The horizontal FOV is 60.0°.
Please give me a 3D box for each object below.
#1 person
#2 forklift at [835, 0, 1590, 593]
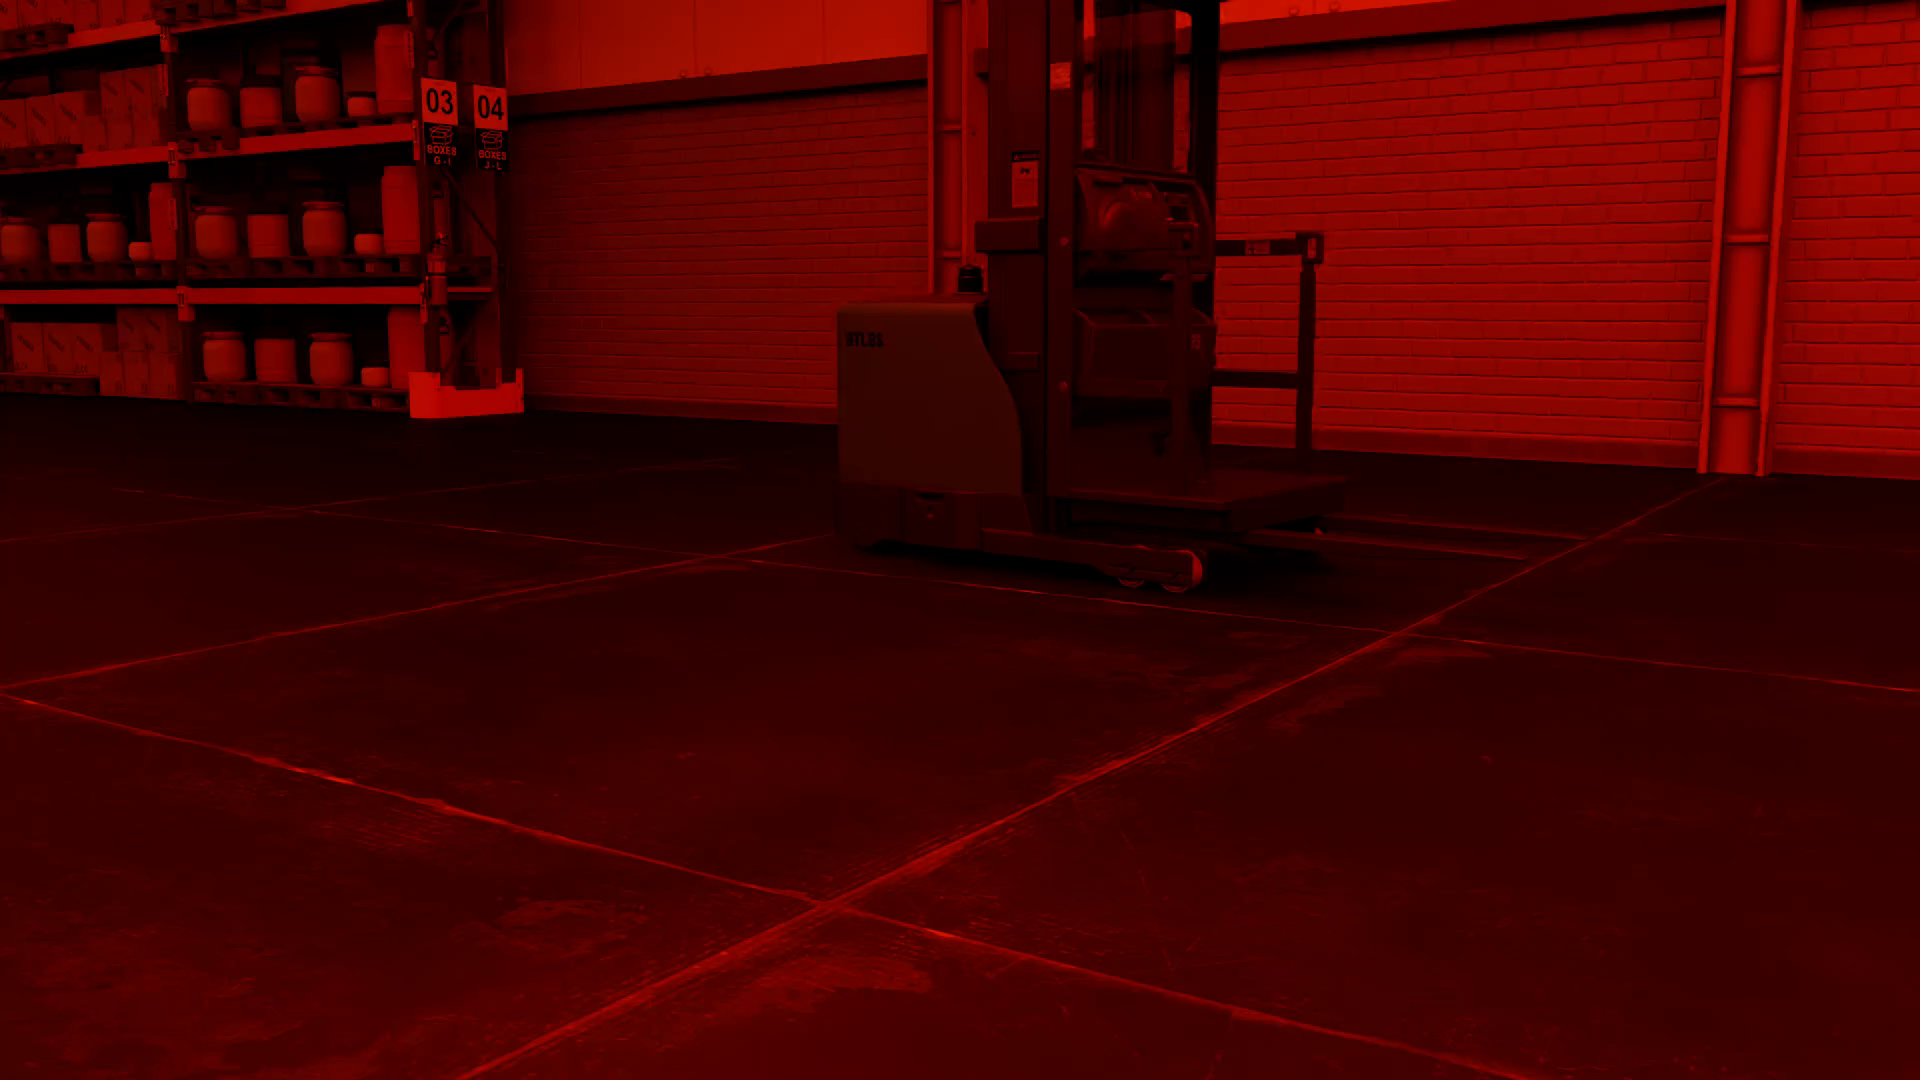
[{"bbox_3d":[0.836,-0.742,7.884,1.084,1.480,0.970,-1,8,-9],"label":"person"},{"bbox_3d":[0.917,-1.335,6.584,3.031,2.935,1.130,6,10,38],"label":"forklift"}]
